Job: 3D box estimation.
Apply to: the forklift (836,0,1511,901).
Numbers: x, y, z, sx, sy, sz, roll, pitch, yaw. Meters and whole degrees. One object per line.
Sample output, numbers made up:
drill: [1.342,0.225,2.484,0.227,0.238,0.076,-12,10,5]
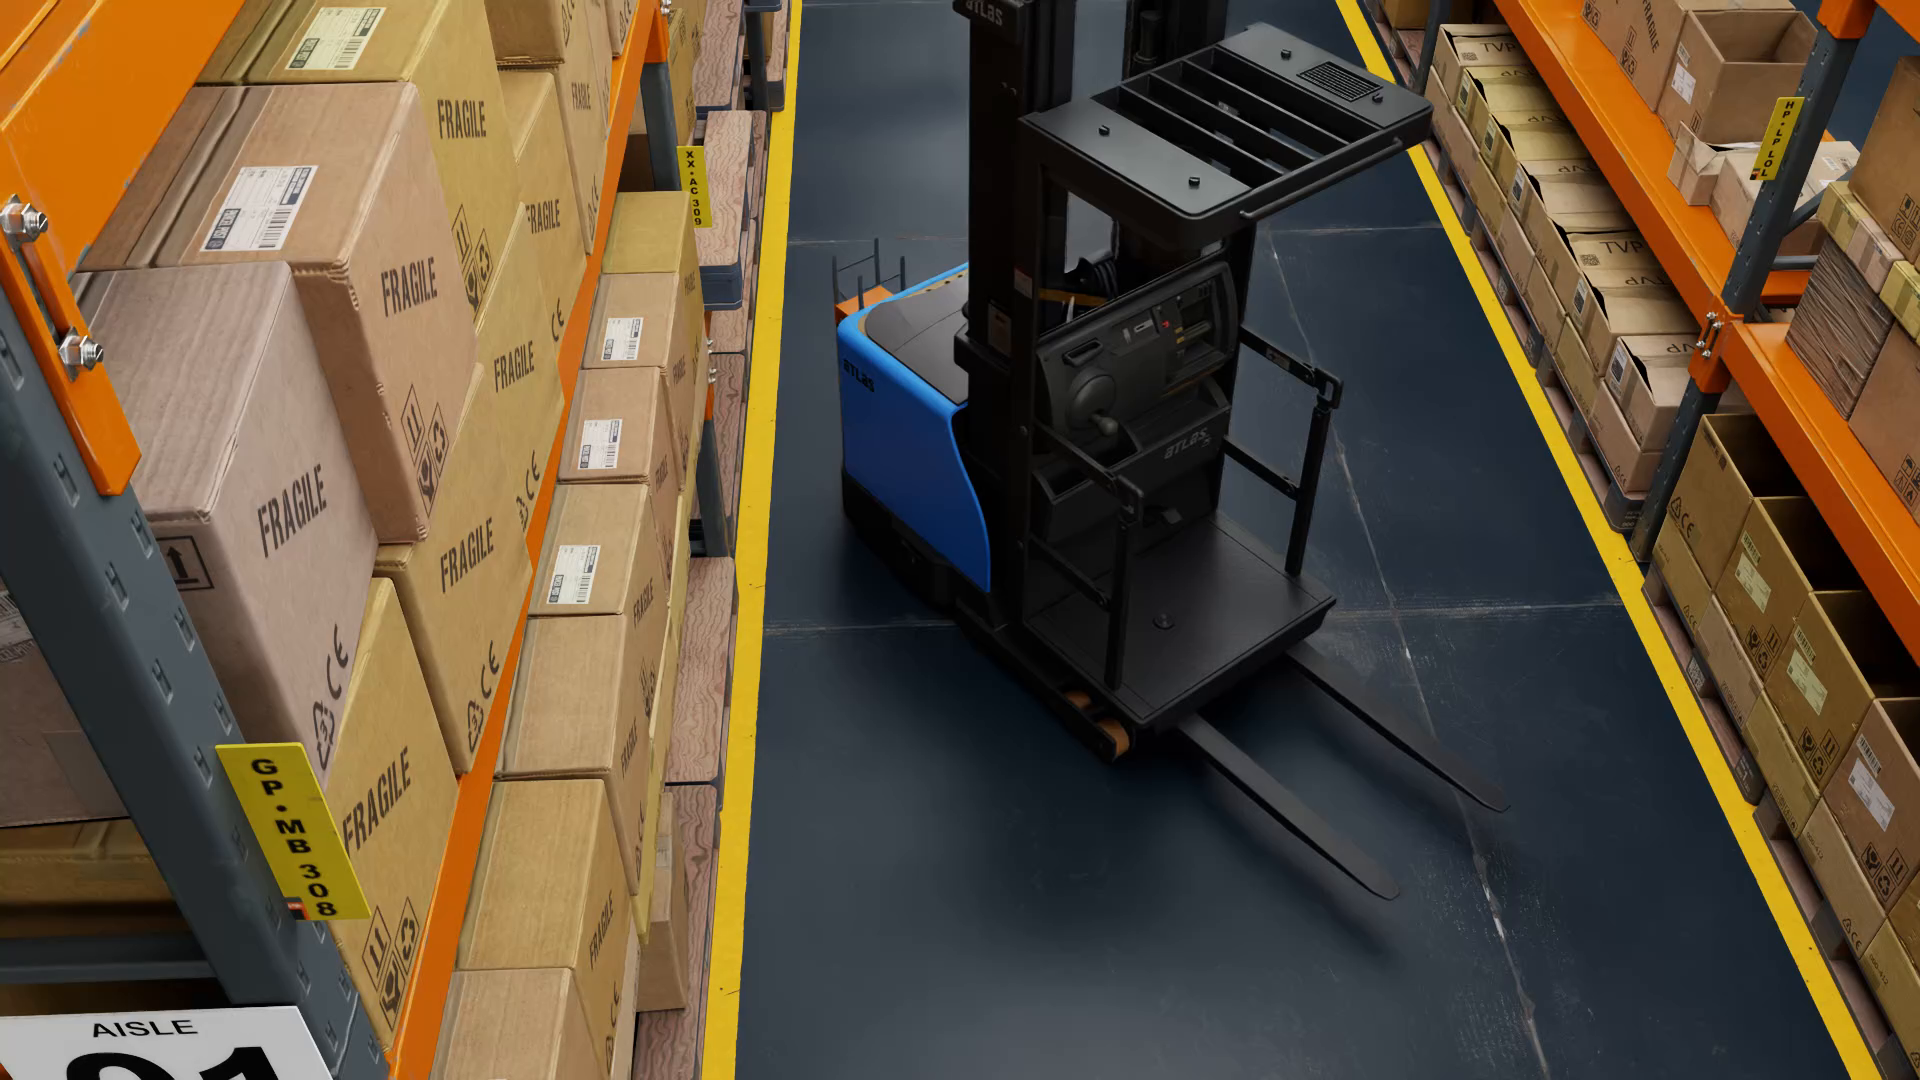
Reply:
forklift: [0.792,-0.614,5.900,1.130,2.935,3.031,-29,50,-28]

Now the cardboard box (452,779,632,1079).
cardboard box: [-1.047,0.896,3.744,0.500,0.500,0.500,-2,43,-2]

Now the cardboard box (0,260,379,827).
cardboard box: [-1.090,0.004,2.127,0.500,0.500,0.500,-4,43,-5]

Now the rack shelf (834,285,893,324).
rack shelf: [-0.382,-0.968,7.101,0.258,0.103,0.180,-29,50,-28]

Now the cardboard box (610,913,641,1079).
cardboard box: [-1.056,1.148,4.023,0.500,0.250,0.500,-3,43,-3]

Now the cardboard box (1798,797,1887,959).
cardboard box: [3.239,1.137,5.663,0.500,0.250,0.500,-2,43,-2]

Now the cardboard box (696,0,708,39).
cardboard box: [-1.551,-2.653,7.675,0.700,0.500,0.500,-2,43,-2]

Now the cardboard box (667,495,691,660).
cardboard box: [-1.114,0.123,5.141,0.500,0.250,0.500,-2,43,-2]

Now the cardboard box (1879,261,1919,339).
cardboard box: [3.304,-0.801,5.500,0.380,0.149,0.250,-3,43,-3]

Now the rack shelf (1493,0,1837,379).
rack shelf: [3.378,-2.141,8.048,1.077,0.370,4.000,-2,43,-2]

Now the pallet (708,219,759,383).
pallet: [-1.576,-1.234,8.590,1.003,0.211,1.213,-2,43,-2]

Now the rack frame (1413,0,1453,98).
rack frame: [3.293,-3.756,9.278,1.000,3.000,0.127,-2,43,-2]

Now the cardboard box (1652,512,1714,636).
cardboard box: [3.180,0.125,6.768,0.500,0.250,0.500,-2,43,-2]

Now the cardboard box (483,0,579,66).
cardboard box: [-1.128,-1.377,3.634,0.500,0.500,0.500,-3,43,-3]

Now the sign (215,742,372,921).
sign: [-0.774,0.346,1.936,0.100,0.325,0.005,-2,43,-2]

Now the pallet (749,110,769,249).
pallet: [-1.624,-2.056,9.487,1.003,0.211,1.213,-2,43,-2]

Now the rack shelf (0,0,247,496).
rack shelf: [-1.401,-1.506,2.918,1.077,0.370,4.000,-2,43,-2]

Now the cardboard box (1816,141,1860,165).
cardboard box: [3.629,-1.567,7.076,0.380,0.149,0.250,-2,43,-2]

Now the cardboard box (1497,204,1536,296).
cardboard box: [3.094,-1.499,8.539,0.500,0.250,0.500,-1,43,-1]

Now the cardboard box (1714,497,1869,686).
cardboard box: [3.199,0.186,6.146,0.500,0.500,0.500,-2,43,-2]

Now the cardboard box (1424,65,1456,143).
cardboard box: [3.022,-2.535,9.670,0.500,0.250,0.500,-2,43,-2]

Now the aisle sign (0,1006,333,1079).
aisle sign: [-1.014,0.871,2.306,0.394,0.787,0.004,-2,43,-2]

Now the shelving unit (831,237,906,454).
shelving unit: [-0.382,-0.736,7.314,0.258,1.200,0.189,-29,50,-28]

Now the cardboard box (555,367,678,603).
cardboard box: [-1.120,-0.152,4.887,0.500,0.500,0.500,-3,43,-3]

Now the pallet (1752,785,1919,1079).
pallet: [3.510,1.336,5.786,1.003,0.211,1.213,-2,43,-2]

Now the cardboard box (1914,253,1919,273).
cardboard box: [3.511,-0.931,5.161,0.700,0.500,0.500,-2,43,-2]

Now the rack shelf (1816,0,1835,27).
rack shelf: [3.378,-3.247,7.034,1.077,0.370,4.000,-2,43,-2]

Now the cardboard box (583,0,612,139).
cardboard box: [-1.209,-1.386,4.383,0.500,0.500,0.500,-5,43,-5]

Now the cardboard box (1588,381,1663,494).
cardboard box: [3.156,-0.469,7.415,0.500,0.250,0.500,-2,43,-2]

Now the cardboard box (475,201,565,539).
cardboard box: [-1.094,-0.308,3.207,0.500,0.500,0.500,0,43,0]

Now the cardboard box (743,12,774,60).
cardboard box: [-1.556,-3.474,10.250,0.750,0.750,0.750,-2,43,-2]

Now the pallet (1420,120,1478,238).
pallet: [3.289,-2.171,9.612,1.003,0.211,1.213,-2,43,-2]

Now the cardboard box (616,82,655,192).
cardboard box: [-1.474,-1.455,6.367,0.700,0.500,0.500,-2,43,-2]

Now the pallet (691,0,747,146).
pallet: [-1.531,-2.206,7.728,1.003,0.211,1.213,-2,43,-2]

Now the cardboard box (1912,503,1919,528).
cardboard box: [3.534,-0.099,5.213,0.700,0.500,0.500,-1,43,-1]

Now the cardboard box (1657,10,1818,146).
cardboard box: [3.424,-1.967,7.252,0.500,0.500,0.500,1,43,1]

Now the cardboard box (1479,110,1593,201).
cardboard box: [3.072,-2.043,8.718,0.500,0.311,0.500,-3,43,-3]

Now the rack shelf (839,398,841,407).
rack shelf: [-0.382,-0.615,7.426,0.258,0.103,0.180,-29,50,-28]

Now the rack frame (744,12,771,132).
rack frame: [-1.656,-3.612,9.120,1.000,3.000,0.127,-2,43,-2]

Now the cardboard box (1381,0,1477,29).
cardboard box: [3.019,-3.622,10.655,0.500,0.500,0.500,0,43,0]

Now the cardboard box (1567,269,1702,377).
cardboard box: [3.131,-1.020,7.602,0.500,0.311,0.500,-1,43,-1]

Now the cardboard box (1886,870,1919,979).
cardboard box: [3.256,1.199,5.041,0.500,0.500,0.500,-2,43,-2]
